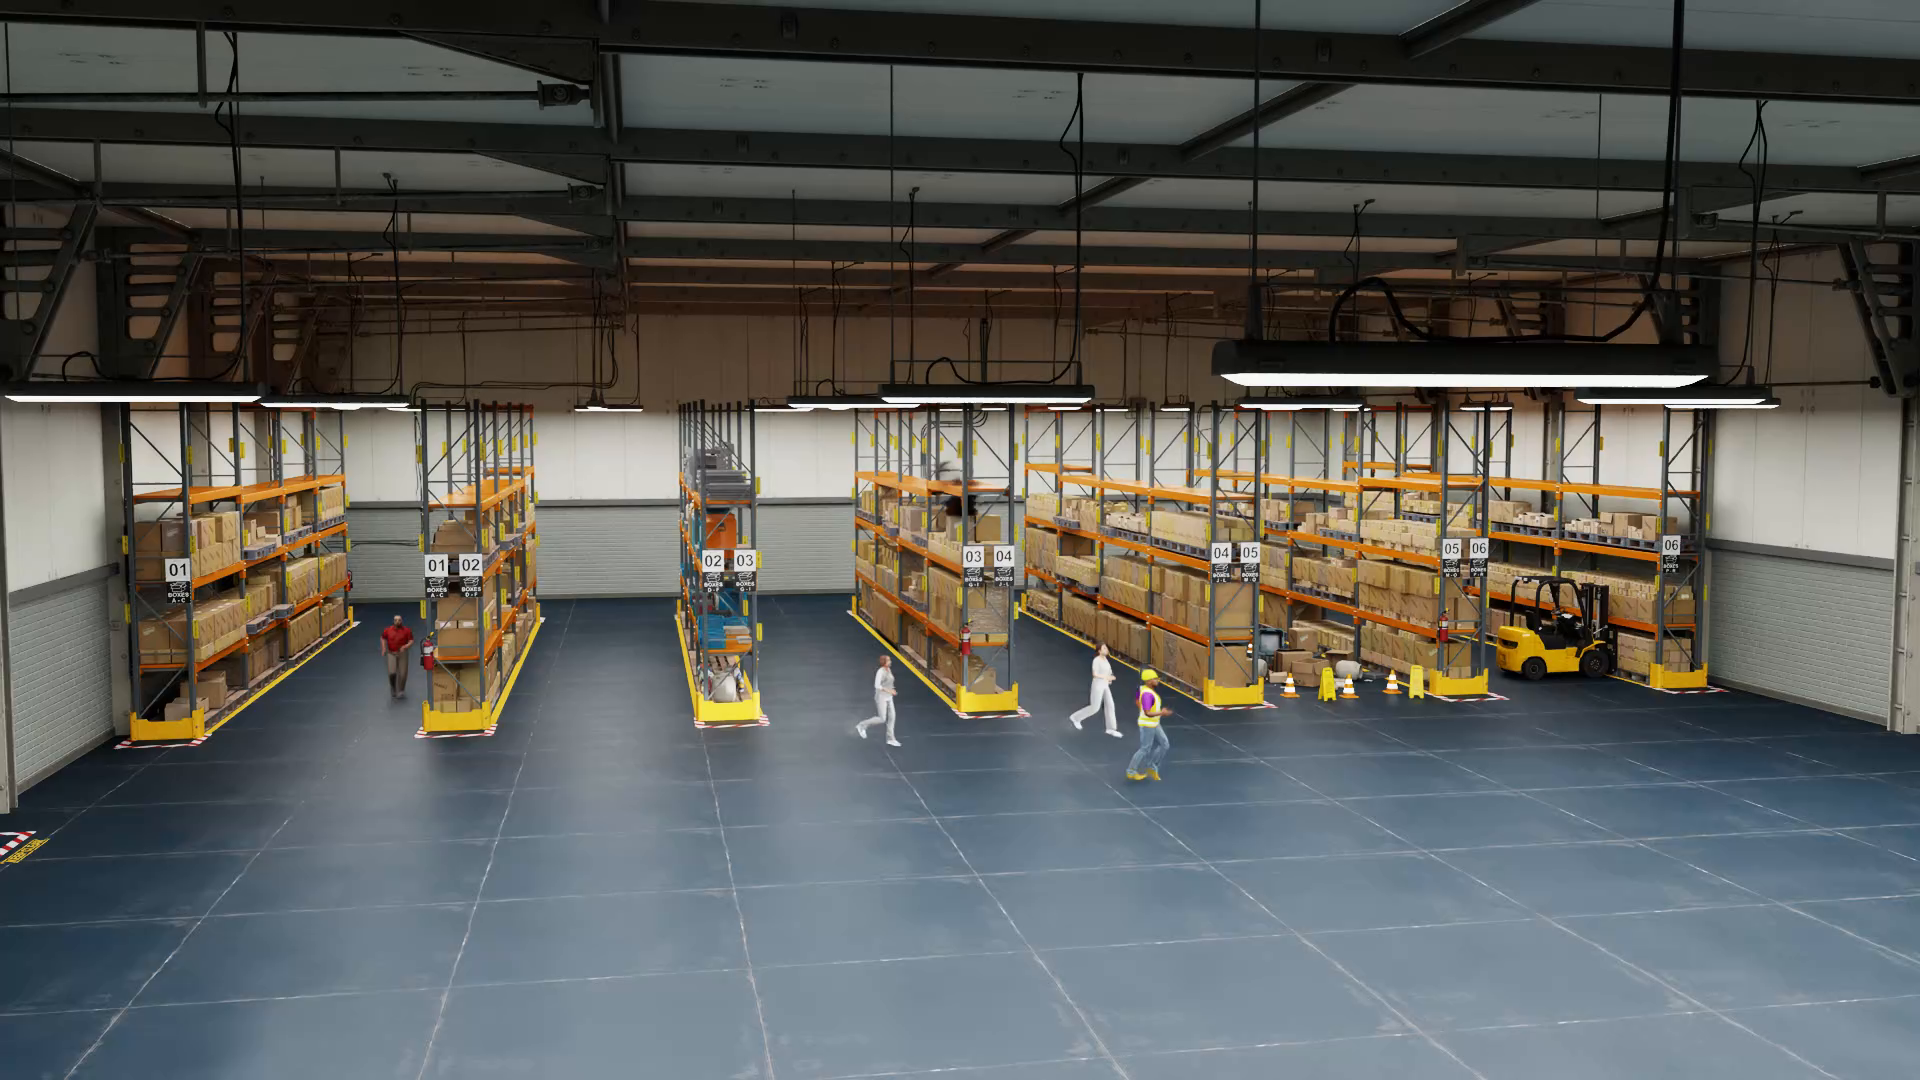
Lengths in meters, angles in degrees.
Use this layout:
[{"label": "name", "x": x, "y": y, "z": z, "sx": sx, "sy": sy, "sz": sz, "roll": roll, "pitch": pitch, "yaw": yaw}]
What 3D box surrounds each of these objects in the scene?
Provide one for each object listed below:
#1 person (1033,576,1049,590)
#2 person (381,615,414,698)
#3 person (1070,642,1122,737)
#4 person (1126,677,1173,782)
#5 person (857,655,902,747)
[{"label": "person", "x": 2.463, "y": 1.084, "z": 49.998, "sx": 0.547, "sy": 1.580, "sz": 0.760, "roll": 0, "pitch": 4, "yaw": 5}, {"label": "person", "x": -11.315, "y": 2.345, "z": 33.455, "sx": 0.638, "sy": 1.688, "sz": 0.733, "roll": -1, "pitch": 5, "yaw": -18}, {"label": "person", "x": 2.461, "y": 2.653, "z": 29.706, "sx": 0.950, "sy": 1.675, "sz": 0.577, "roll": 2, "pitch": 5, "yaw": 29}, {"label": "person", "x": 2.952, "y": 2.924, "z": 25.809, "sx": 0.738, "sy": 1.768, "sz": 0.671, "roll": 1, "pitch": 4, "yaw": 15}, {"label": "person", "x": -1.375, "y": 2.772, "z": 28.825, "sx": 0.782, "sy": 1.594, "sz": 0.547, "roll": 2, "pitch": 5, "yaw": 20}]
